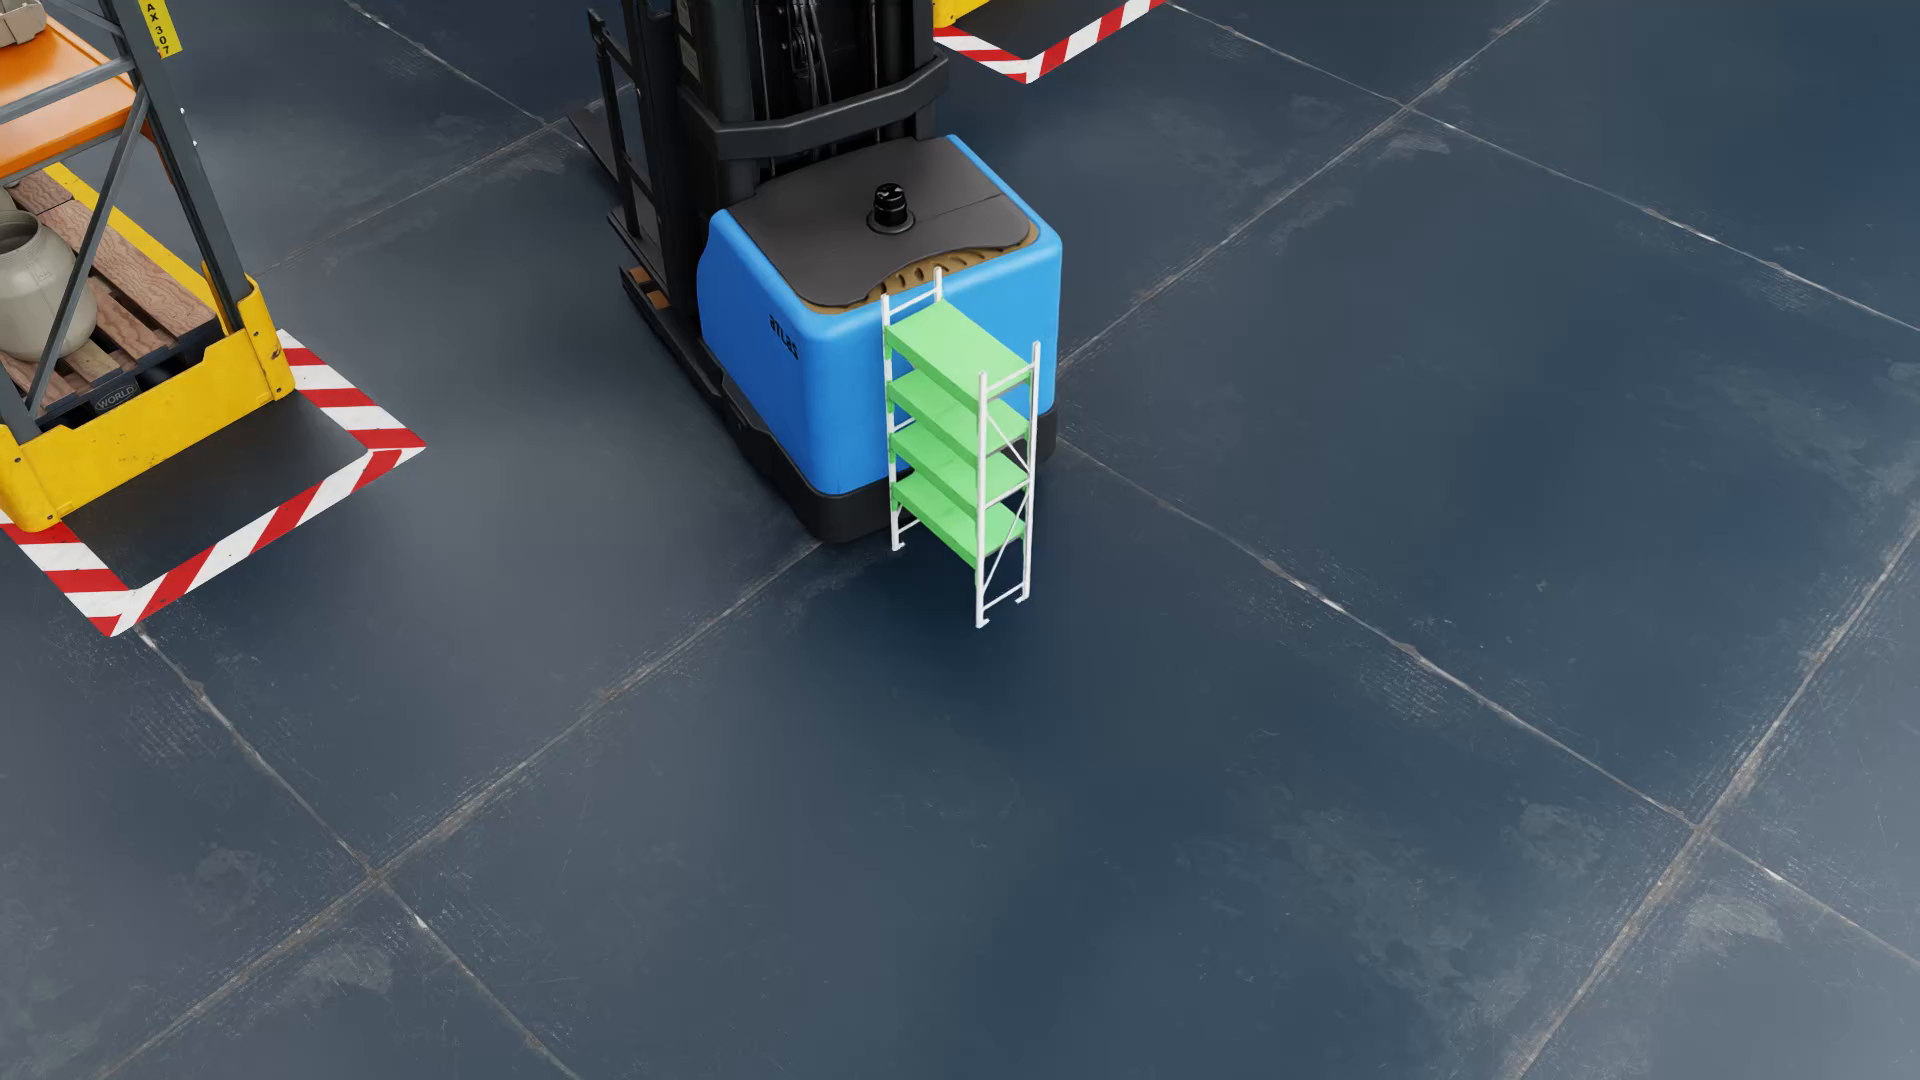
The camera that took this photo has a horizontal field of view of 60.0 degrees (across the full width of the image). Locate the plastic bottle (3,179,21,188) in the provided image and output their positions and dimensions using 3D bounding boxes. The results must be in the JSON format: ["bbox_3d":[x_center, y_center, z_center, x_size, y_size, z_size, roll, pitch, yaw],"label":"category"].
[{"bbox_3d":[-4.264,-1.700,7.358,0.097,0.271,0.097,0,47,0],"label":"plastic bottle"}]

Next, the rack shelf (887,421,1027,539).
[{"bbox_3d":[-0.002,-0.245,5.745,0.258,0.148,0.480,-31,54,-26],"label":"rack shelf"}]

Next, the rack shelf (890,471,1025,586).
[{"bbox_3d":[-0.002,-0.081,5.920,0.258,0.148,0.480,-31,54,-26],"label":"rack shelf"}]

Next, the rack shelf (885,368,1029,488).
[{"bbox_3d":[-0.002,-0.410,5.570,0.258,0.148,0.480,-31,54,-26],"label":"rack shelf"}]

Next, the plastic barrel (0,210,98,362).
[{"bbox_3d":[-3.679,-0.997,6.547,0.421,0.512,0.421,0,47,0],"label":"plastic barrel"}]

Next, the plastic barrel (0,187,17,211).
[{"bbox_3d":[-4.047,-1.244,6.779,0.421,0.512,0.421,0,47,0],"label":"plastic barrel"}]

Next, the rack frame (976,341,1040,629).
[{"bbox_3d":[0.154,-0.152,5.570,0.240,1.200,0.015,-31,54,-26],"label":"rack frame"}]

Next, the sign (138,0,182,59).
[{"bbox_3d":[-2.767,-1.807,5.699,0.005,0.325,0.100,34,55,28],"label":"sign"}]

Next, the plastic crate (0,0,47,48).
[{"bbox_3d":[-3.583,-1.945,6.199,0.250,0.136,0.298,34,55,28],"label":"plastic crate"}]

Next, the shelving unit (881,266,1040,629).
[{"bbox_3d":[-0.002,-0.289,5.698,0.258,1.200,0.503,-31,54,-26],"label":"shelving unit"}]

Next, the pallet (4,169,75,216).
[{"bbox_3d":[-4.717,-1.486,7.500,1.213,0.211,1.003,34,55,28],"label":"pallet"}]

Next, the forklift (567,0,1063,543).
[{"bbox_3d":[-0.804,-2.058,6.172,1.130,2.935,3.031,-23,51,-20],"label":"forklift"}]

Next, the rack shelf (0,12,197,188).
[{"bbox_3d":[-4.613,-2.163,6.716,4.000,0.370,1.077,34,55,28],"label":"rack shelf"}]

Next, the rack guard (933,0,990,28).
[{"bbox_3d":[0.160,-3.255,8.964,0.348,0.500,1.175,34,55,28],"label":"rack guard"}]

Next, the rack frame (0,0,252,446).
[{"bbox_3d":[-3.143,-1.420,5.526,0.127,3.000,1.000,34,55,28],"label":"rack frame"}]

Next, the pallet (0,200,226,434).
[{"bbox_3d":[-3.824,-0.882,6.934,1.213,0.211,1.003,34,55,28],"label":"pallet"}]

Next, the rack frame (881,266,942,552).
[{"bbox_3d":[-0.157,-0.426,5.827,0.240,1.200,0.015,-31,54,-26],"label":"rack frame"}]

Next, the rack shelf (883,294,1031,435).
[{"bbox_3d":[-0.002,-0.574,5.395,0.258,0.148,0.480,-31,54,-26],"label":"rack shelf"}]

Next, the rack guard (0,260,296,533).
[{"bbox_3d":[-3.231,-0.577,6.449,0.348,0.500,1.175,34,55,28],"label":"rack guard"}]
